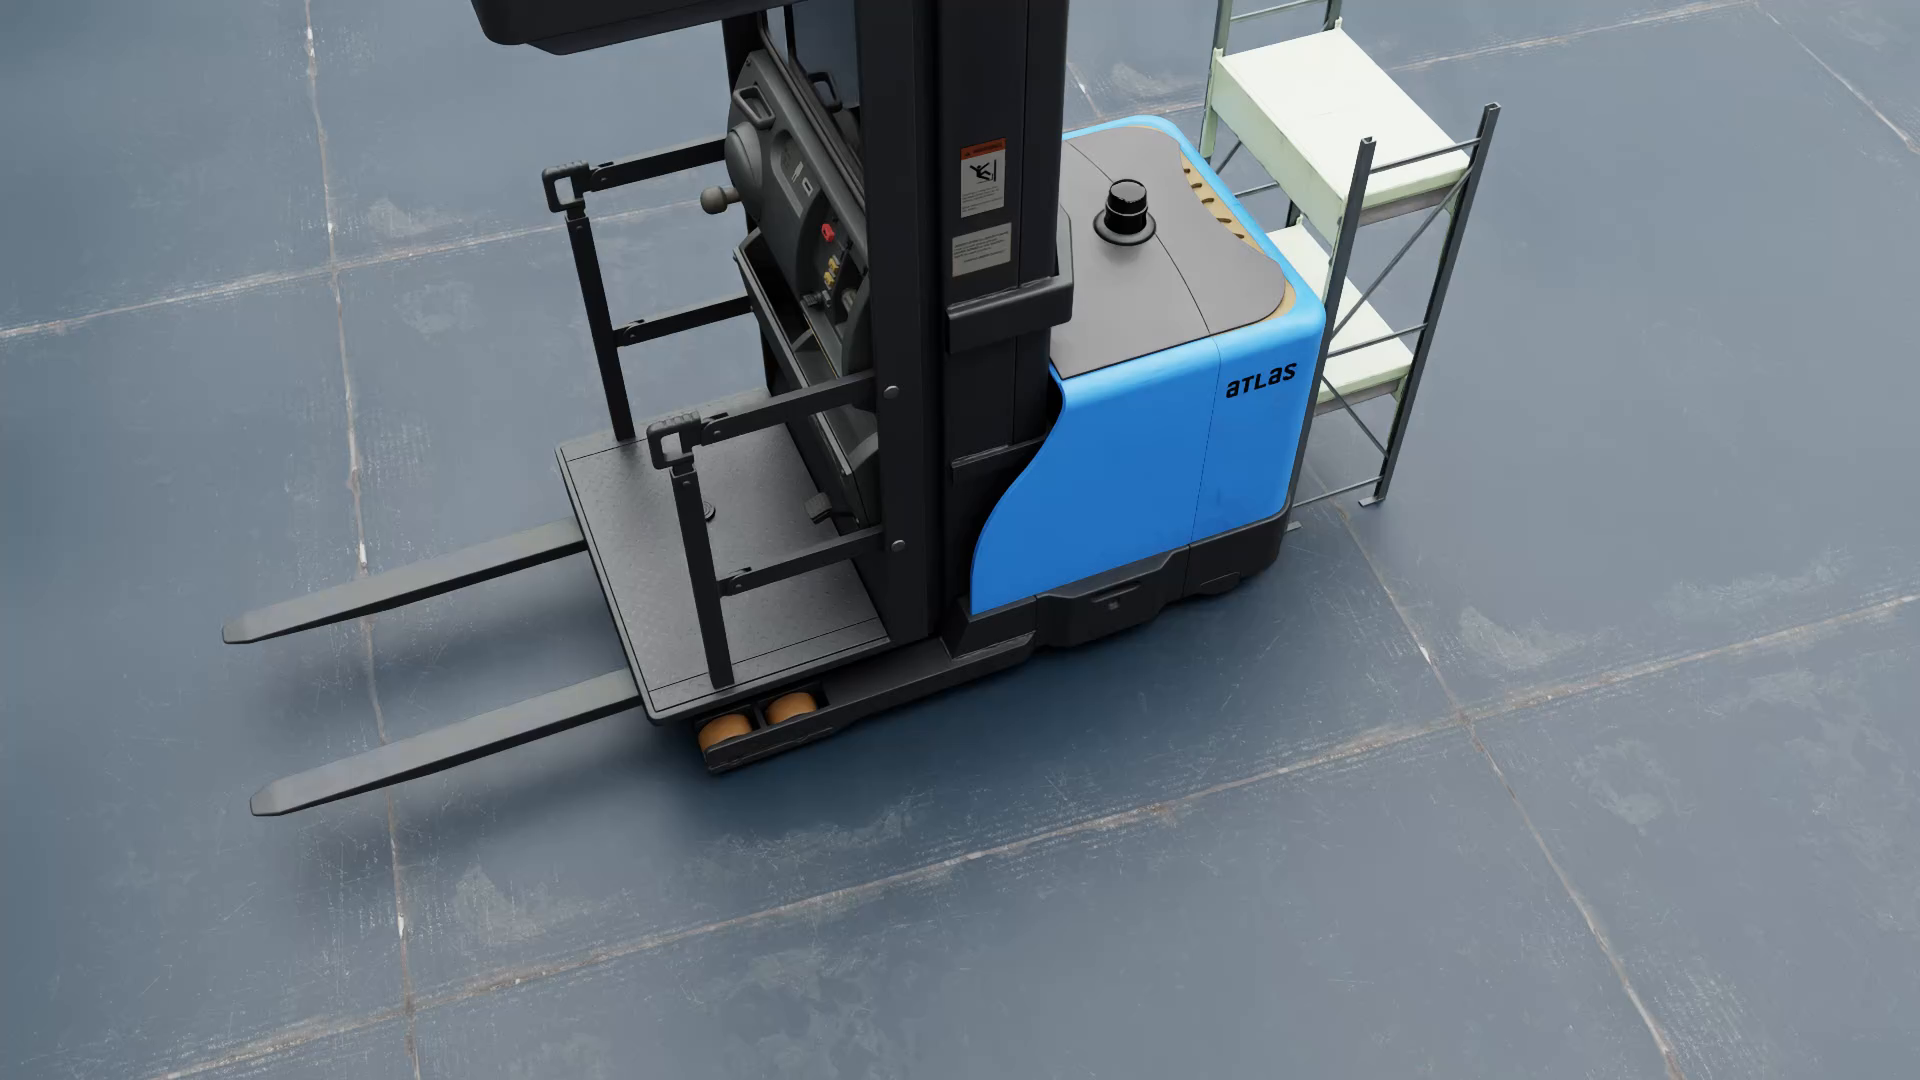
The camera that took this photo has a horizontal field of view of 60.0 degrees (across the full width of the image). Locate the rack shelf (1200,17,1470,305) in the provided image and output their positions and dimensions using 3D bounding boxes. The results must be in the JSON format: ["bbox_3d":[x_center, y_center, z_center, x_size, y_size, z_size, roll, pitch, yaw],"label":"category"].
[{"bbox_3d":[1.043,-1.074,4.664,0.431,0.370,0.720,-18,52,-14],"label":"rack shelf"}]

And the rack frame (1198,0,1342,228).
[{"bbox_3d":[0.902,-1.080,5.180,0.400,1.500,0.023,-18,52,-14],"label":"rack frame"}]

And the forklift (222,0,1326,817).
[{"bbox_3d":[-0.582,-0.760,3.973,3.031,2.935,1.130,-18,52,-14],"label":"forklift"}]

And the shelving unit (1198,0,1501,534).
[{"bbox_3d":[1.043,-0.822,4.962,0.431,1.500,0.755,-18,52,-14],"label":"shelving unit"}]

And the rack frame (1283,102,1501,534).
[{"bbox_3d":[1.183,-0.564,4.744,0.400,1.500,0.023,-18,52,-14],"label":"rack frame"}]

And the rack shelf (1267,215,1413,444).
[{"bbox_3d":[1.043,-0.612,5.211,0.431,0.370,0.720,-18,52,-14],"label":"rack shelf"}]
